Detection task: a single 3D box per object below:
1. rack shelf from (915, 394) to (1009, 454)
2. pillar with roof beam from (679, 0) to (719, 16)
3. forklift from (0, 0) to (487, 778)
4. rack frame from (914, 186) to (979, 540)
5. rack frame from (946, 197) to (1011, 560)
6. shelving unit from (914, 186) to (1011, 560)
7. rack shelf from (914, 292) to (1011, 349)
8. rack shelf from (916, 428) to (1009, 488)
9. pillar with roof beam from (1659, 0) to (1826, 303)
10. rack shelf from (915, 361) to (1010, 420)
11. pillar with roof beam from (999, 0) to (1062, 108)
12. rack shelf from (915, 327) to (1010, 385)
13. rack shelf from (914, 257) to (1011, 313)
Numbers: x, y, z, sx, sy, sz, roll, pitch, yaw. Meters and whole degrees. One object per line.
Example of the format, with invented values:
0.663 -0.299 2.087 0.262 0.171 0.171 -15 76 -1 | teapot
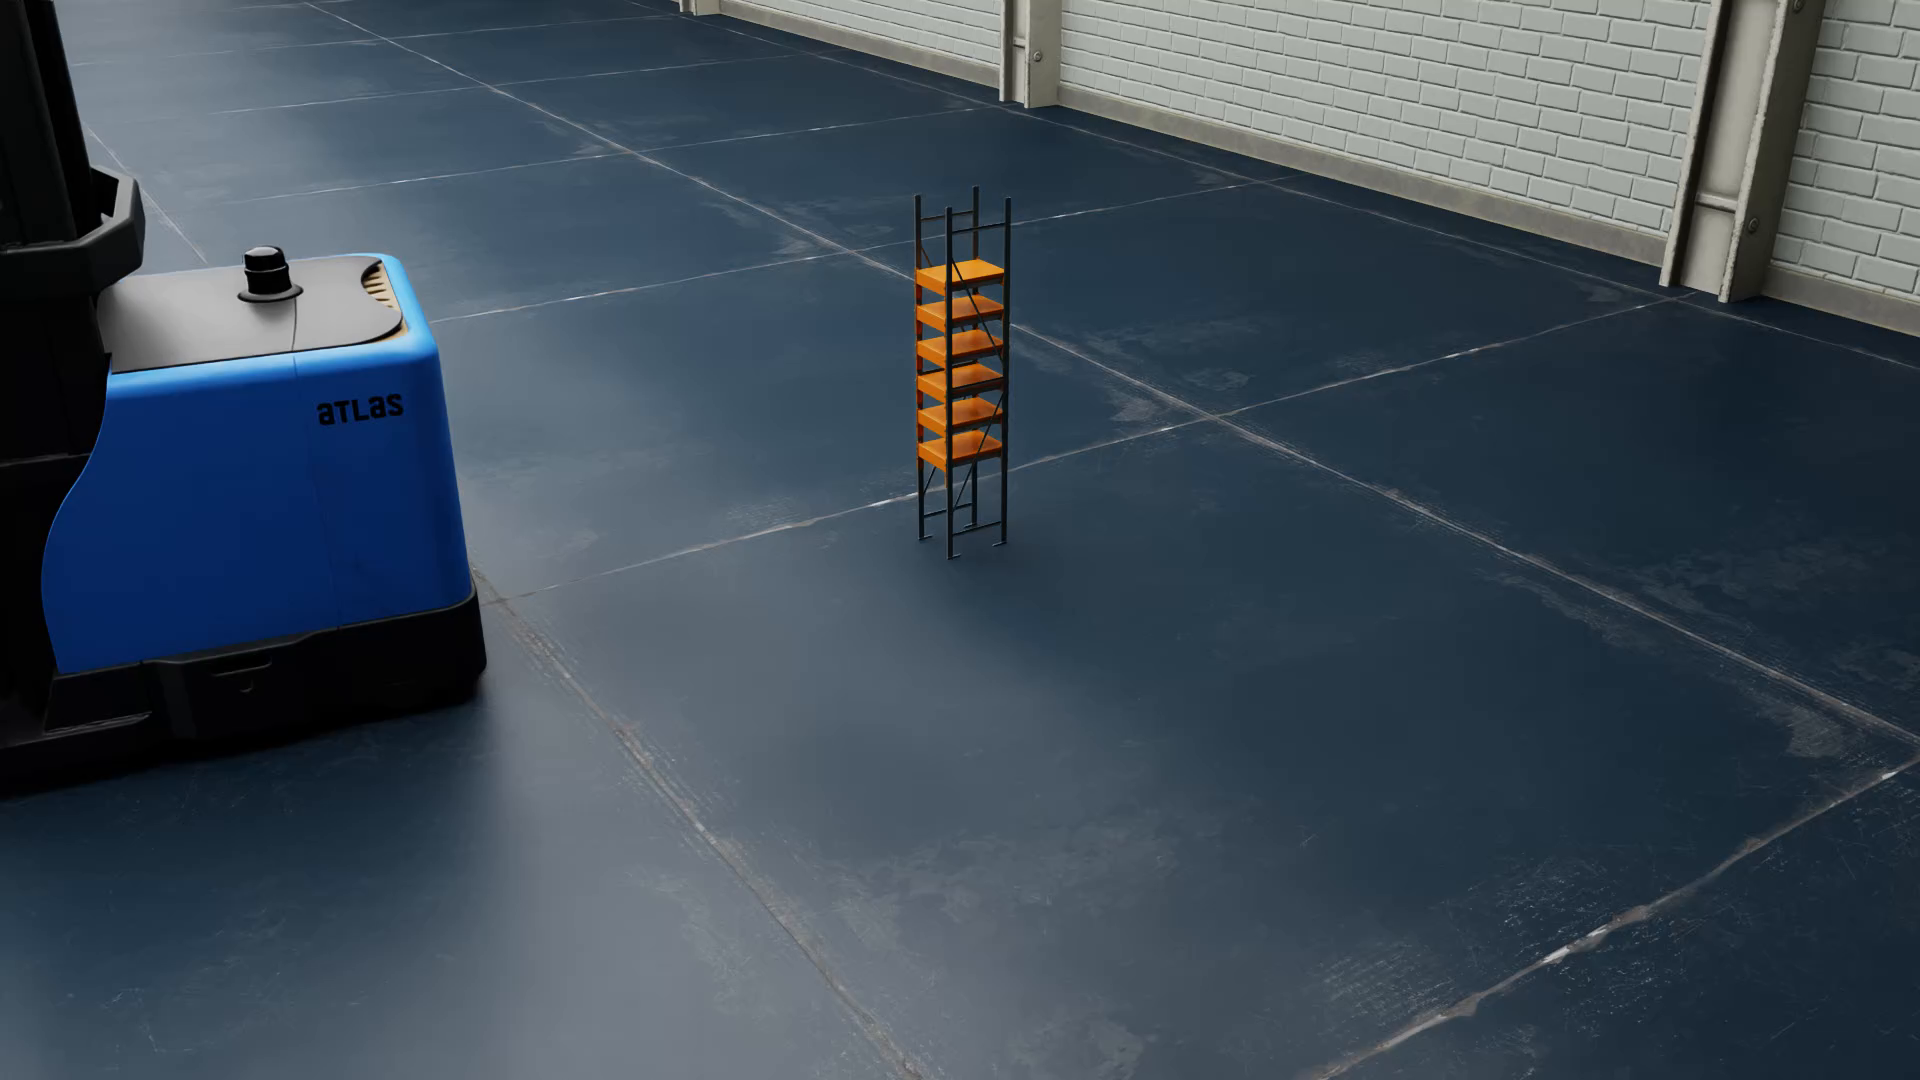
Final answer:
0.008 -0.389 5.553 0.258 0.103 0.180 -16 29 -30 | rack shelf
-6.339 -8.636 13.503 9.100 9.000 0.400 -16 29 -30 | pillar with roof beam
-2.936 -0.822 4.057 3.031 2.935 1.130 -10 27 -21 | forklift
-0.042 -0.570 5.552 0.240 1.200 0.006 -16 29 -30 | rack frame
0.058 -0.505 5.414 0.240 1.200 0.006 -16 29 -30 | rack frame
0.008 -0.537 5.483 0.258 1.200 0.189 -16 29 -30 | shelving unit
0.008 -0.714 5.399 0.258 0.103 0.180 -16 29 -30 | rack shelf
0.008 -0.280 5.604 0.258 0.103 0.180 -16 29 -30 | rack shelf
0.212 -4.344 4.411 9.100 9.000 0.400 -16 29 -30 | pillar with roof beam
0.008 -0.497 5.502 0.258 0.103 0.180 -16 29 -30 | rack shelf
-3.063 -6.490 8.957 9.100 9.000 0.400 -16 29 -30 | pillar with roof beam
0.008 -0.606 5.451 0.258 0.103 0.180 -16 29 -30 | rack shelf
0.008 -0.823 5.348 0.258 0.103 0.180 -16 29 -30 | rack shelf
